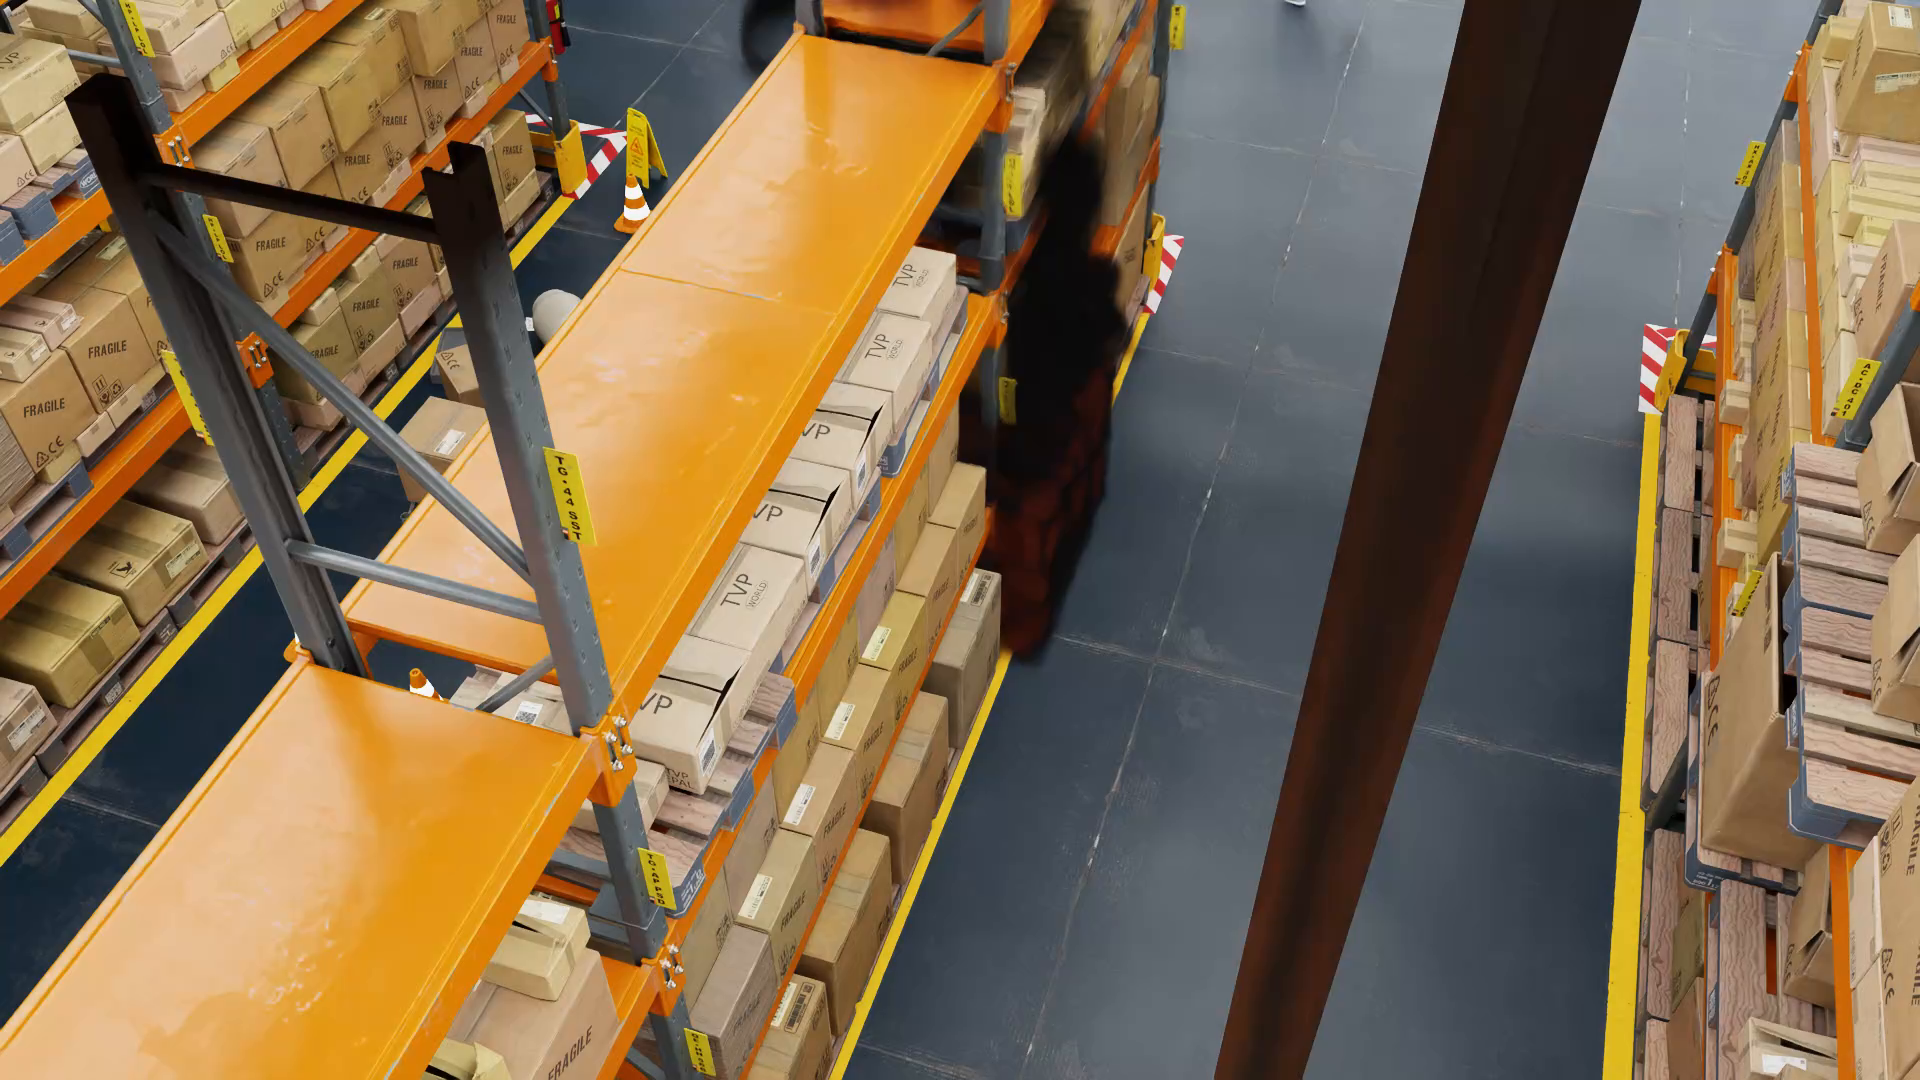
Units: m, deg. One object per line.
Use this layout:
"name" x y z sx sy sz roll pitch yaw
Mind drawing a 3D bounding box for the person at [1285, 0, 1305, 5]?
"person" 3.231 -5.855 15.773 0.534 1.557 0.537 -30 53 -26
